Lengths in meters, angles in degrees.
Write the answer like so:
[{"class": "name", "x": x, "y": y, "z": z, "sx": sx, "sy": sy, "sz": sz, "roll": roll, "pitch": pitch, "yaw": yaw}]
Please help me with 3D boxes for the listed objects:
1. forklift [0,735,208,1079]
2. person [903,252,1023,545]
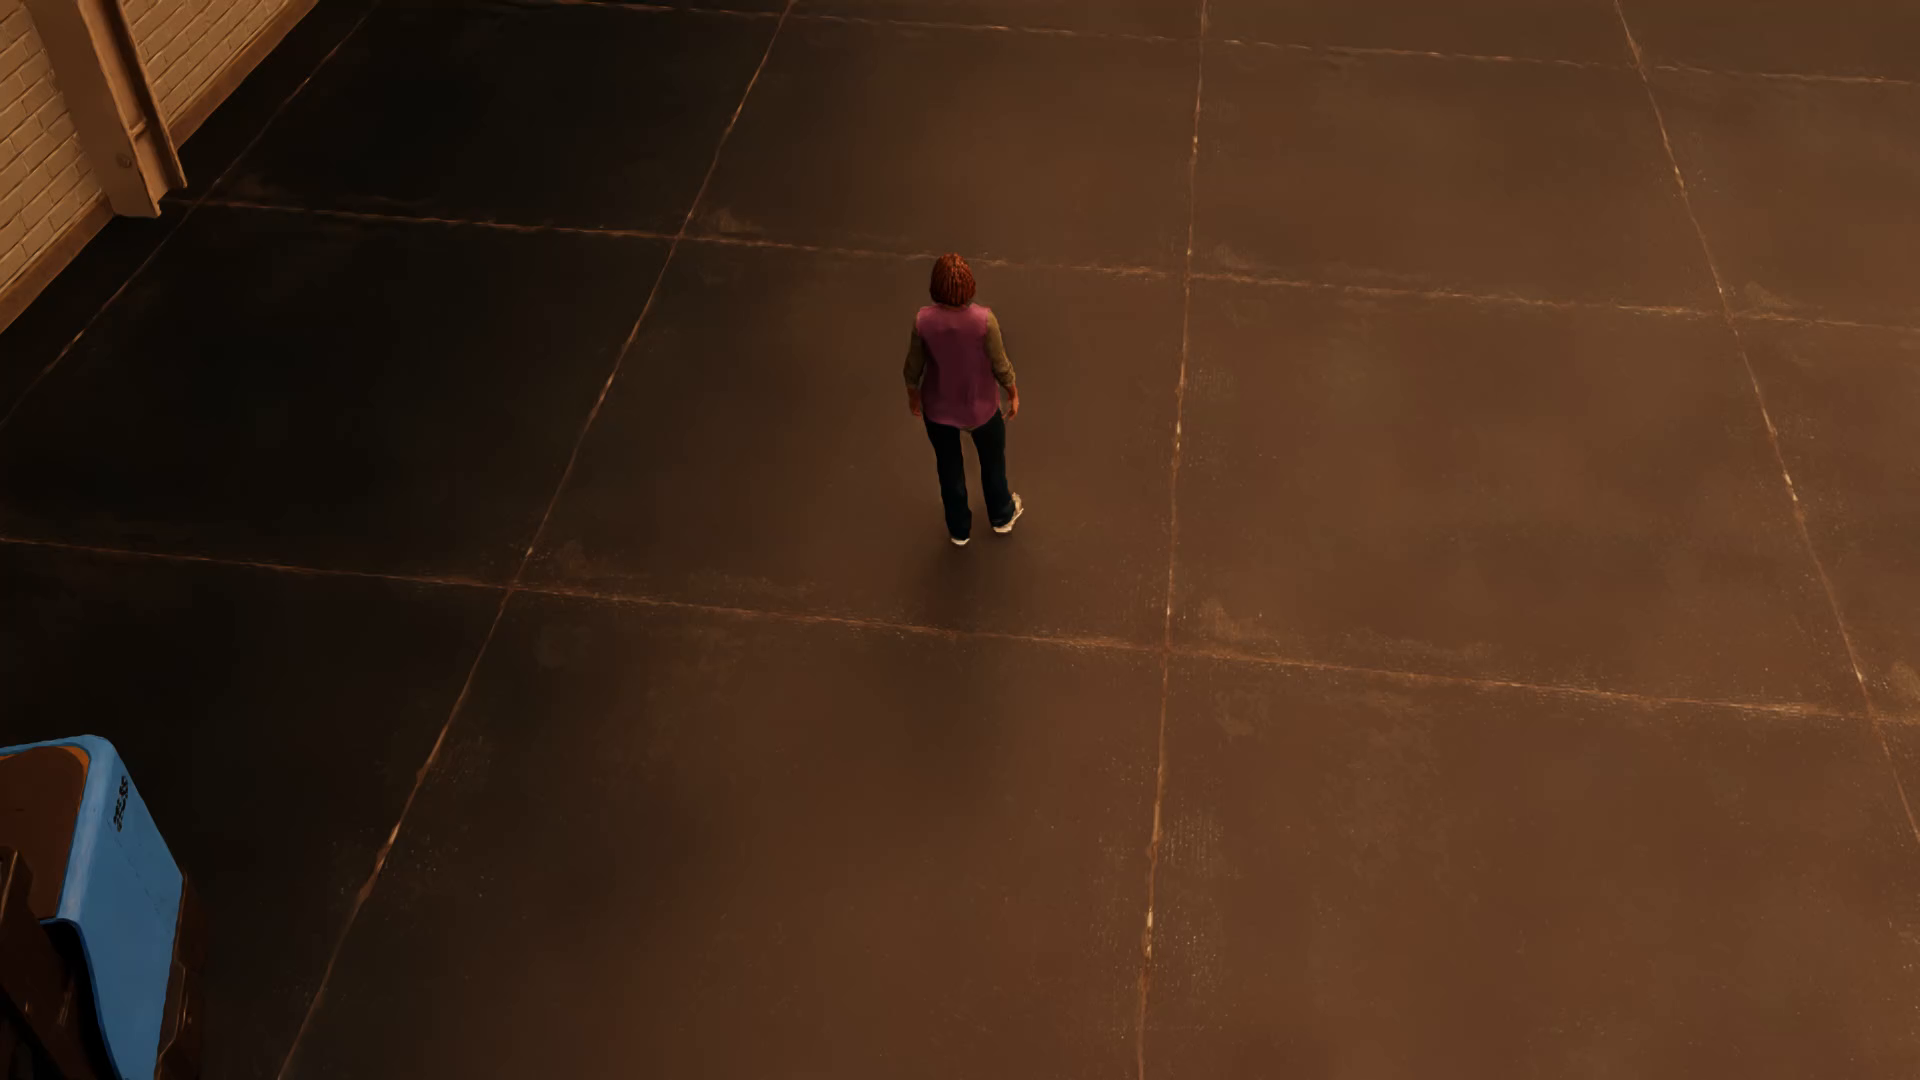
[{"class": "forklift", "x": -3.035, "y": 1.400, "z": 4.200, "sx": 1.130, "sy": 2.935, "sz": 3.031, "roll": -8, "pitch": 43, "yaw": -9}, {"class": "person", "x": 0.024, "y": -0.642, "z": 7.399, "sx": 0.520, "sy": 1.597, "sz": 0.474, "roll": 5, "pitch": 43, "yaw": 6}]
